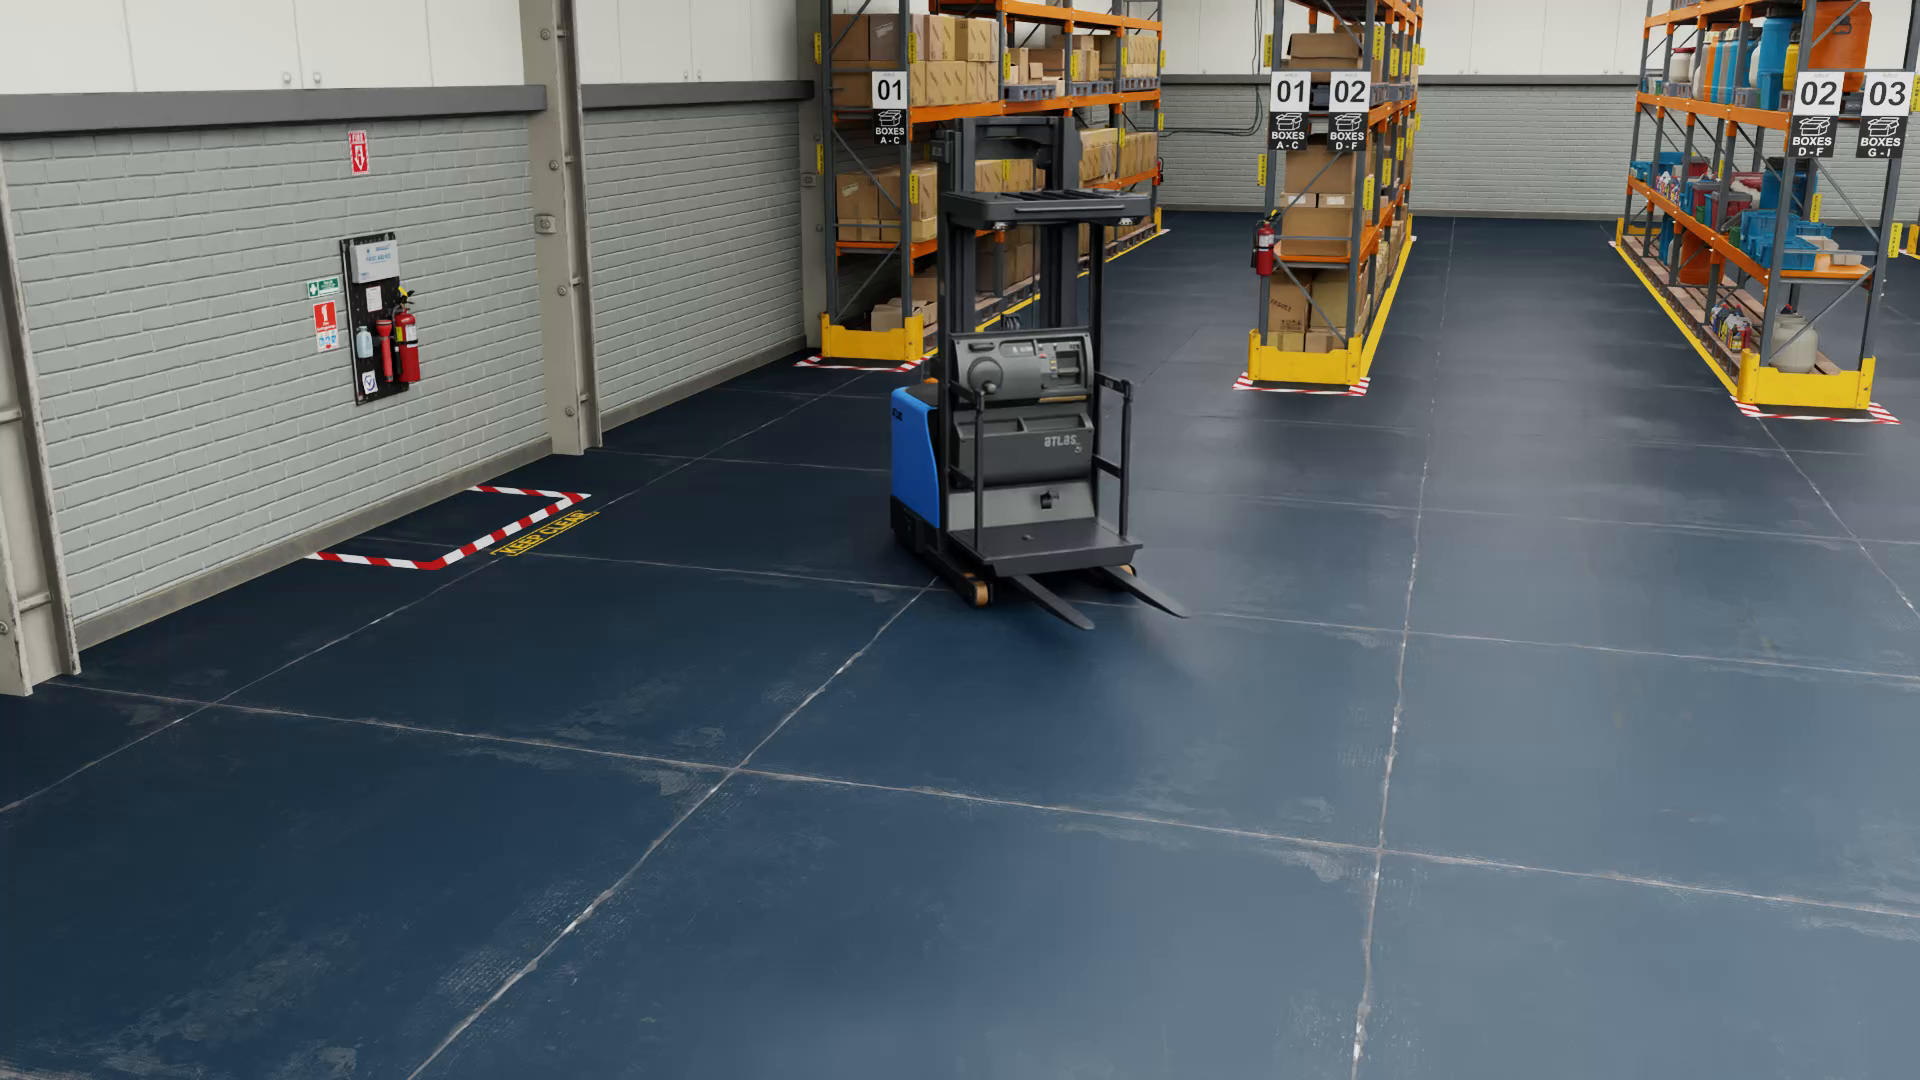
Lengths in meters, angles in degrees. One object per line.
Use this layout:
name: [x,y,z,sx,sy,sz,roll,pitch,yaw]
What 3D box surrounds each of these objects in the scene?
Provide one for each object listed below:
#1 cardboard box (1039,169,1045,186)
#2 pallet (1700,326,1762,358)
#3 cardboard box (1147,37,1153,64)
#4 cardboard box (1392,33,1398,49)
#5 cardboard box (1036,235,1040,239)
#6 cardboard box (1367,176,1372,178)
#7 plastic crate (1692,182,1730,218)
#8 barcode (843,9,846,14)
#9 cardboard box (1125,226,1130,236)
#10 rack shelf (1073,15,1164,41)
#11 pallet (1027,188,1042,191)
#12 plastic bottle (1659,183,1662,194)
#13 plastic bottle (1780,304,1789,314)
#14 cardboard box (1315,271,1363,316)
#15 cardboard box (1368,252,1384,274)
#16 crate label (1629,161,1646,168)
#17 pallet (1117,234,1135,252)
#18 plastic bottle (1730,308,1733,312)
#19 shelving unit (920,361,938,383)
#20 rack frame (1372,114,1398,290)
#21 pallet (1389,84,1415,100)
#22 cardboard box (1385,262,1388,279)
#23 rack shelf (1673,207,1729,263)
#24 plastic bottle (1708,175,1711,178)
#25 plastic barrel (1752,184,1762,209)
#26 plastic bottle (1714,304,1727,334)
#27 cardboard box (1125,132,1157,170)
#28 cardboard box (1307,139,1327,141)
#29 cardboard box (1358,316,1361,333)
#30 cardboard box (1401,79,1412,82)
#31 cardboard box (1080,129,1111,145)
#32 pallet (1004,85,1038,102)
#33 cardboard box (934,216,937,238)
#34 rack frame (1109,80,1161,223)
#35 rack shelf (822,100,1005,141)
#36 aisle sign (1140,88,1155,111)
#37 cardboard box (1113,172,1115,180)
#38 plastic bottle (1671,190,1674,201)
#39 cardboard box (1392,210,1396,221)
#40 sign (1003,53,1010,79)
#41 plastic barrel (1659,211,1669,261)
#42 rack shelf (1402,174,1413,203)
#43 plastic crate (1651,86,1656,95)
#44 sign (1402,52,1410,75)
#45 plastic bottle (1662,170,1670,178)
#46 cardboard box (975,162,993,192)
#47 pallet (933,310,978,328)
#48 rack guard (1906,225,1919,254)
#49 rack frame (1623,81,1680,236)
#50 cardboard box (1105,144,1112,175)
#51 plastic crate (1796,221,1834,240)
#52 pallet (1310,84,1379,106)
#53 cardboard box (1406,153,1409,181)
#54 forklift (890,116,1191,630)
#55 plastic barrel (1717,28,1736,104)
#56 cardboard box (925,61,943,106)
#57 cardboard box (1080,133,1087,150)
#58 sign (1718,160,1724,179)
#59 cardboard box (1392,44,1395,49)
cardboard box: [0.973,-5.641,25.231,0.700,0.500,0.500,3,16,11]
pallet: [9.361,-2.325,19.638,1.003,0.211,1.213,5,16,16]
cardboard box: [3.404,-9.385,31.872,0.500,0.500,0.500,5,17,18]
cardboard box: [7.218,-8.419,28.502,0.700,0.500,0.500,5,16,16]
cardboard box: [1.075,-4.470,25.866,0.700,0.500,0.500,5,17,17]
cardboard box: [4.899,-4.432,20.584,0.380,0.149,0.250,4,16,15]
plastic crate: [9.976,-4.517,22.140,0.402,0.464,0.583,5,16,16]
barcode: [-1.322,-6.046,19.035,0.001,0.075,0.075,5,16,16]
cardboard box: [2.823,-6.018,31.361,0.700,0.500,0.500,4,16,15]
rack shelf: [2.935,-9.571,31.132,1.077,0.370,4.000,5,16,16]
pallet: [0.706,-5.040,24.453,1.003,0.211,1.213,5,16,16]
plastic bottle: [11.177,-5.595,26.422,0.097,0.201,0.097,0,16,0]
plastic bottle: [9.685,-2.585,19.494,0.144,0.351,0.185,4,16,14]
cardboard box: [4.342,-2.803,19.110,0.500,0.500,0.500,5,16,16]
cardboard box: [5.635,-3.864,23.196,0.500,0.311,0.500,5,17,17]
crate label: [12.616,-6.887,30.811,0.416,0.233,0.303,5,16,16]
pallet: [2.657,-5.551,31.014,1.003,0.211,1.213,5,16,16]
plastic bottle: [9.117,-2.599,19.668,0.061,0.283,0.133,5,16,16]
shelving unit: [-0.052,-0.750,12.276,0.258,1.200,0.503,10,18,30]
rack frame: [5.980,-5.270,24.913,1.000,3.000,0.127,5,16,16]
pallet: [5.873,-6.438,23.879,1.213,0.211,1.003,5,17,18]
cardboard box: [6.064,-3.993,24.679,0.500,0.250,0.500,5,17,17]
rack shelf: [10.160,-4.016,21.809,1.077,0.370,4.000,5,16,16]
plastic bottle: [12.063,-5.744,26.810,0.152,0.276,0.135,5,16,16]
plastic barrel: [10.074,-4.137,20.670,0.433,0.535,0.433,0,16,0]
plastic bottle: [8.964,-2.597,19.536,0.144,0.351,0.185,5,17,17]
cardboard box: [3.368,-7.756,33.129,0.980,0.700,0.700,5,17,18]
cardboard box: [4.153,-4.254,18.771,0.700,0.500,0.500,5,16,16]
cardboard box: [4.353,-2.441,19.209,0.500,0.250,0.500,5,16,16]
cardboard box: [7.492,-7.796,28.594,0.500,0.250,0.500,5,16,16]
cardboard box: [2.324,-6.986,28.824,0.500,0.250,0.500,5,17,17]
pallet: [0.370,-6.113,22.731,1.213,0.211,1.003,5,16,16]
cardboard box: [-0.467,-3.738,19.749,0.500,0.250,0.500,4,16,14]
rack frame: [3.503,-7.746,33.643,1.000,3.000,0.127,5,16,16]
rack shelf: [-0.476,-5.181,20.418,1.077,0.370,4.000,5,16,16]
aisle sign: [3.811,-8.993,33.272,0.394,0.787,0.004,5,16,16]
cardboard box: [2.542,-6.478,29.596,0.380,0.149,0.250,5,17,16]
plastic bottle: [10.716,-5.170,24.925,0.097,0.201,0.097,0,16,0]
cardboard box: [7.646,-5.819,30.617,0.797,0.503,0.637,5,16,16]
sign: [0.615,-6.259,21.953,0.100,0.325,0.005,5,16,16]
plastic barrel: [11.694,-4.983,26.977,0.600,0.901,0.708,5,16,16]
rack shelf: [7.685,-6.494,30.545,1.077,0.370,4.000,5,16,16]
plastic crate: [11.861,-7.610,28.149,0.293,0.136,0.466,5,16,16]
sign: [6.510,-6.955,24.263,0.100,0.325,0.005,5,16,16]
plastic bottle: [11.443,-5.830,26.978,0.144,0.351,0.185,5,16,16]
cardboard box: [0.119,-4.626,21.507,0.500,0.500,0.500,5,16,16]
pallet: [-0.409,-2.767,21.197,1.003,0.211,1.213,5,16,16]
rack guard: [17.757,-5.398,29.943,1.175,0.500,0.348,5,16,16]
rack frame: [13.002,-6.978,30.934,1.000,3.000,0.127,5,16,16]
cardboard box: [2.341,-6.626,28.928,0.500,0.500,0.500,5,17,16]
plastic crate: [9.537,-3.456,18.791,0.499,0.251,0.616,5,16,16]
pallet: [3.932,-4.761,17.782,1.003,0.211,1.213,5,16,16]
cardboard box: [7.665,-6.611,29.457,0.500,0.500,0.500,5,17,17]
forklift: [0.486,-1.118,10.401,1.130,2.935,3.031,-6,17,-19]
plastic barrel: [9.714,-5.844,20.520,0.600,0.901,0.600,0,16,0]
cardboard box: [-0.522,-5.267,19.185,0.500,0.500,0.500,6,17,20]
cardboard box: [1.758,-6.454,26.949,0.500,0.250,0.500,4,16,15]
sign: [12.392,-6.022,27.055,0.100,0.325,0.005,5,16,16]
cardboard box: [6.735,-7.755,27.041,0.600,0.600,0.600,4,16,15]
